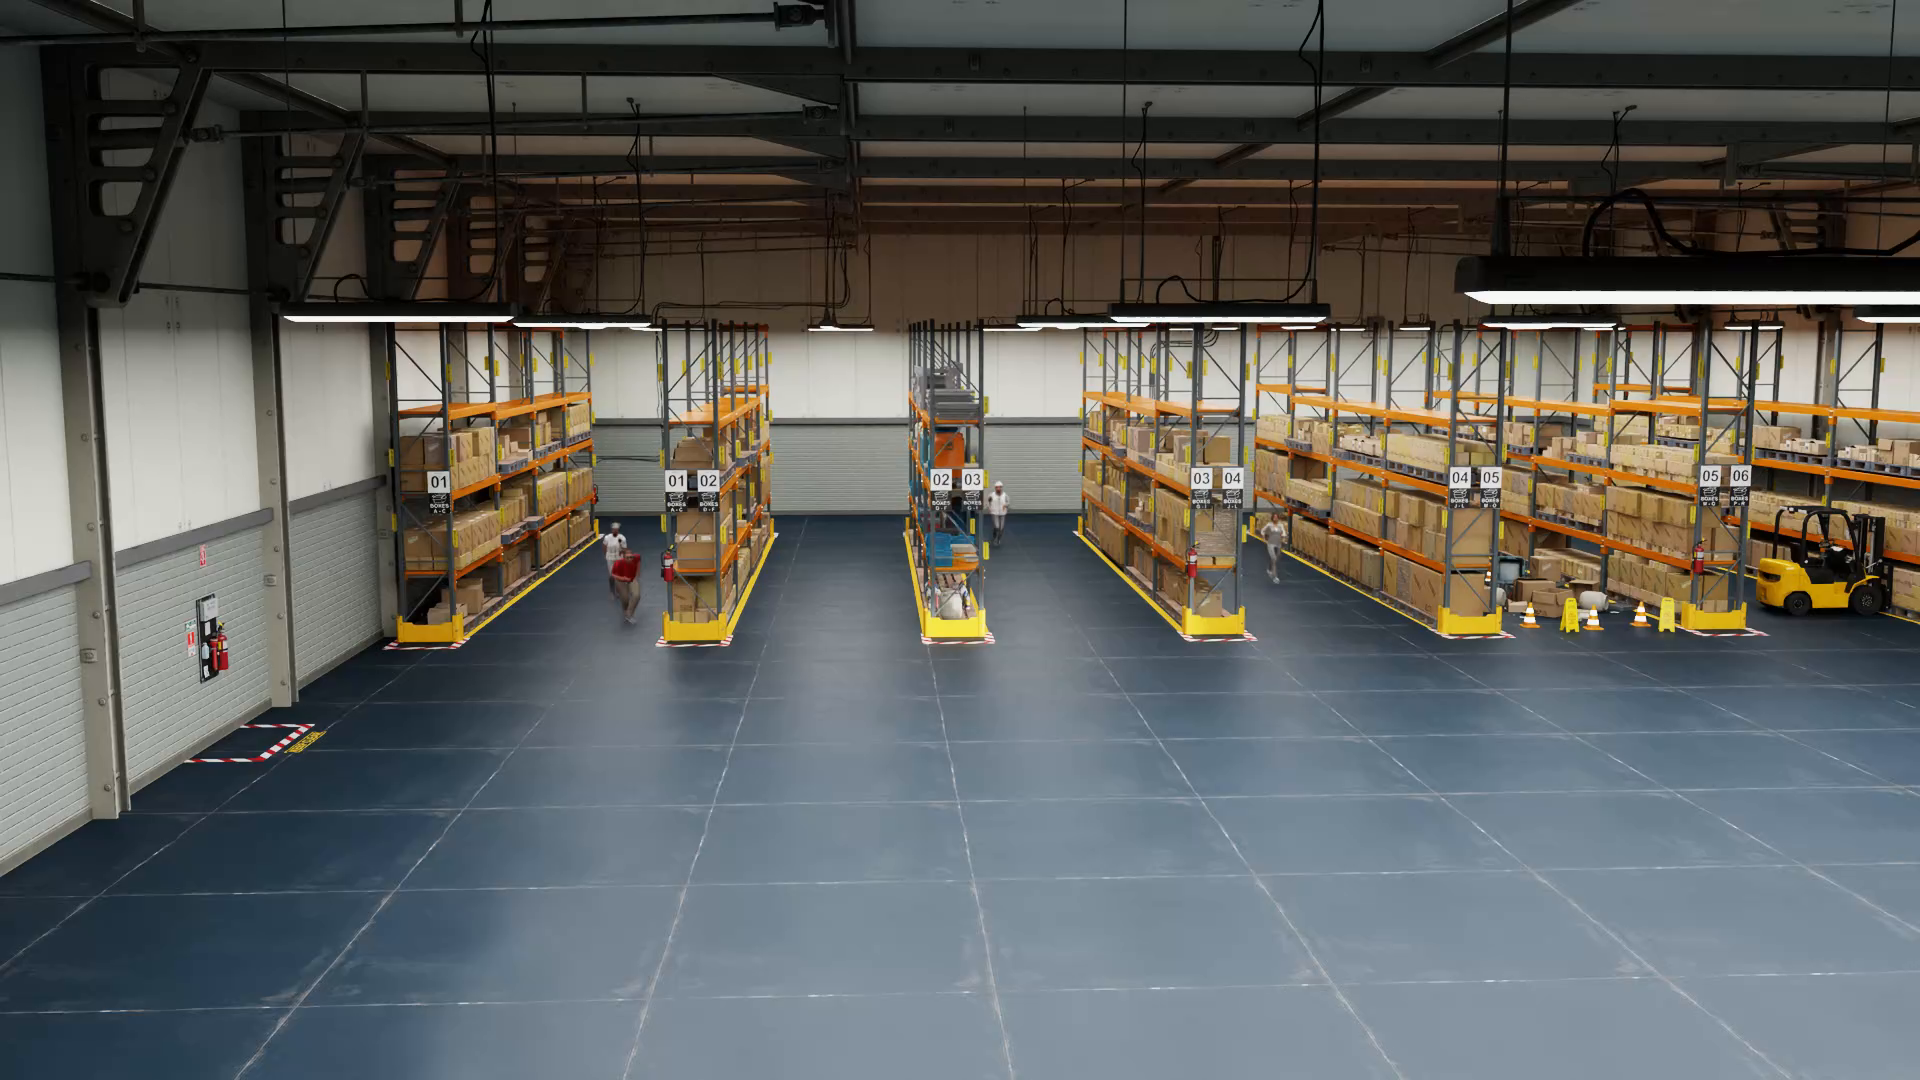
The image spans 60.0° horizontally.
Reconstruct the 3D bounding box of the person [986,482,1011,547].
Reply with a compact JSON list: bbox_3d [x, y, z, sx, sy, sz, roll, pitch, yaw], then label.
[{"bbox_3d":[1.049,-0.697,44.889,0.638,1.761,0.691,-1,7,-10],"label":"person"}]

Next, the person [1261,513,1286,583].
[{"bbox_3d":[7.271,0.158,38.493,0.509,1.594,0.887,-2,7,-14],"label":"person"}]

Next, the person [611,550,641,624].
[{"bbox_3d":[-6.704,0.896,33.314,0.645,1.520,1.148,-3,8,-23],"label":"person"}]

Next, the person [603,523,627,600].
[{"bbox_3d":[-7.481,0.456,36.080,0.494,1.706,0.801,-2,7,-17],"label":"person"}]
